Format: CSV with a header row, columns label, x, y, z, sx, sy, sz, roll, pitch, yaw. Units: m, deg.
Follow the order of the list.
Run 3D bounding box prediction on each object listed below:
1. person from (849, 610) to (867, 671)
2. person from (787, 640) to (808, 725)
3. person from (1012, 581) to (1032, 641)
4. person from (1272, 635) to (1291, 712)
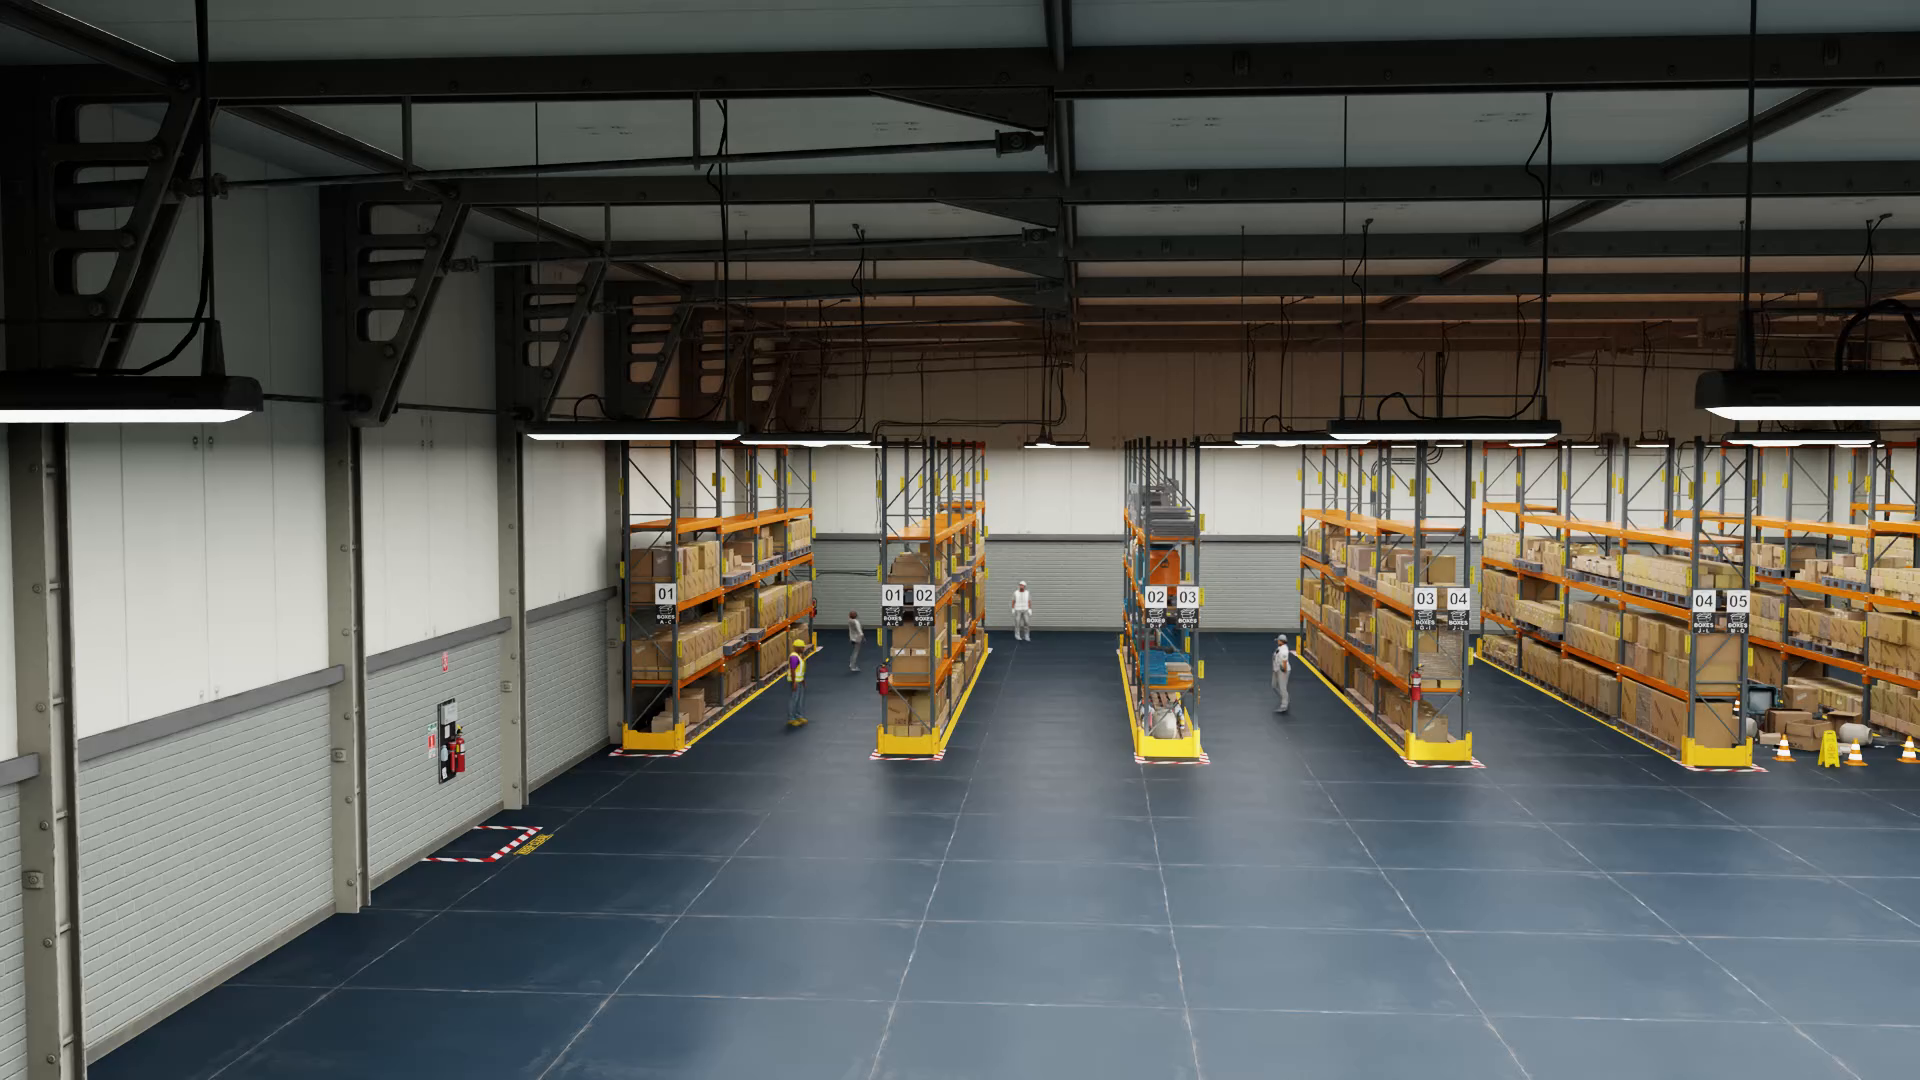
label,x,y,z,sx,sy,sz,roll,pitch,yaw
person,-2.668,2.660,43.176,0.446,1.522,0.446,-3,4,-43
person,-3.410,2.970,34.828,0.415,1.780,0.591,0,3,8
person,1.862,2.153,50.369,0.593,1.809,0.433,-1,3,-12
person,7.096,2.932,36.697,0.406,1.696,0.538,0,3,-1
